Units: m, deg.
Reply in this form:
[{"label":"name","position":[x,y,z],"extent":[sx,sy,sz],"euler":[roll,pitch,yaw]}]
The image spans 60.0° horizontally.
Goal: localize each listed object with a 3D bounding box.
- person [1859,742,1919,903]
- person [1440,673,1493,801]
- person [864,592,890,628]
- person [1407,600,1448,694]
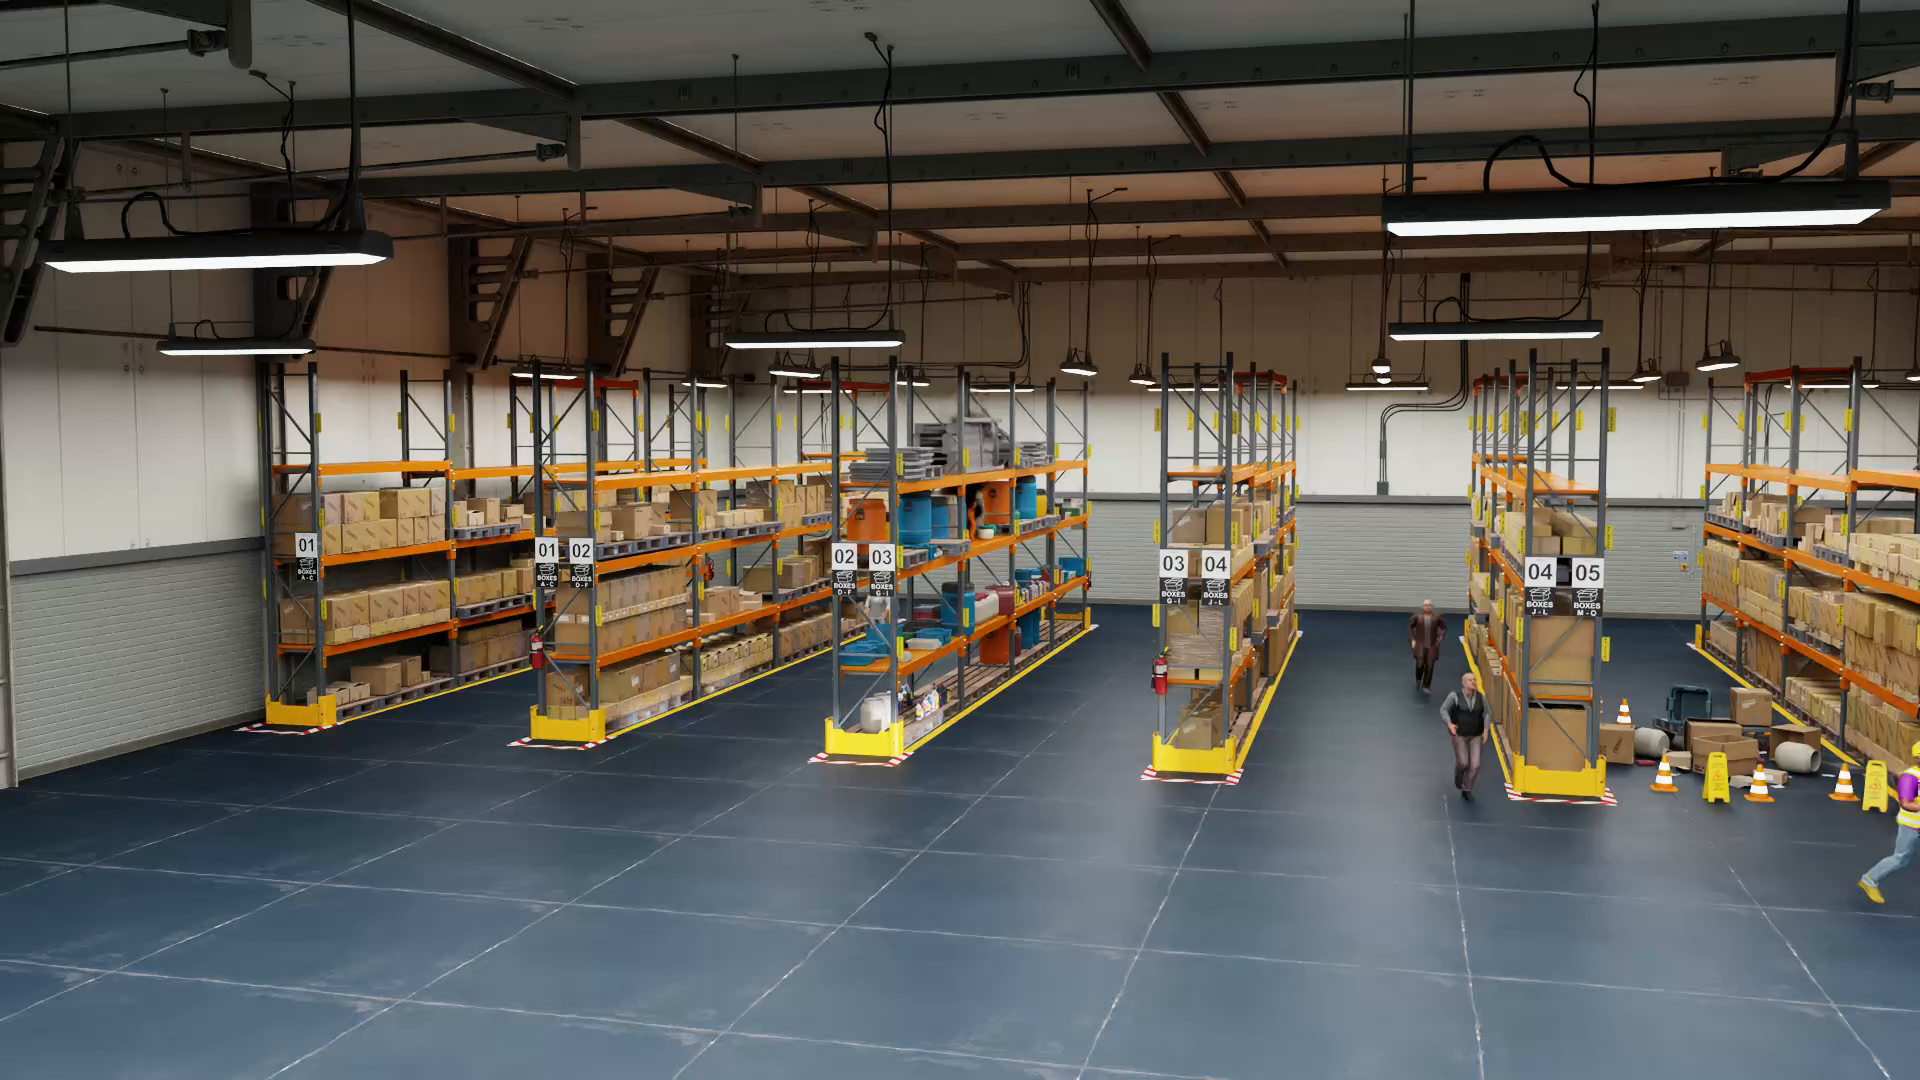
[{"label":"person","position":[9.724,2.927,16.939],"extent":[0.710,1.803,0.943],"euler":[-2,4,-26]},{"label":"person","position":[6.762,2.615,22.156],"extent":[0.691,1.686,0.502],"euler":[0,4,4]},{"label":"person","position":[-1.671,1.603,33.223],"extent":[0.496,1.567,0.550],"euler":[0,4,5]},{"label":"person","position":[8.652,1.970,30.789],"extent":[0.727,1.747,0.633],"euler":[1,4,11]}]
